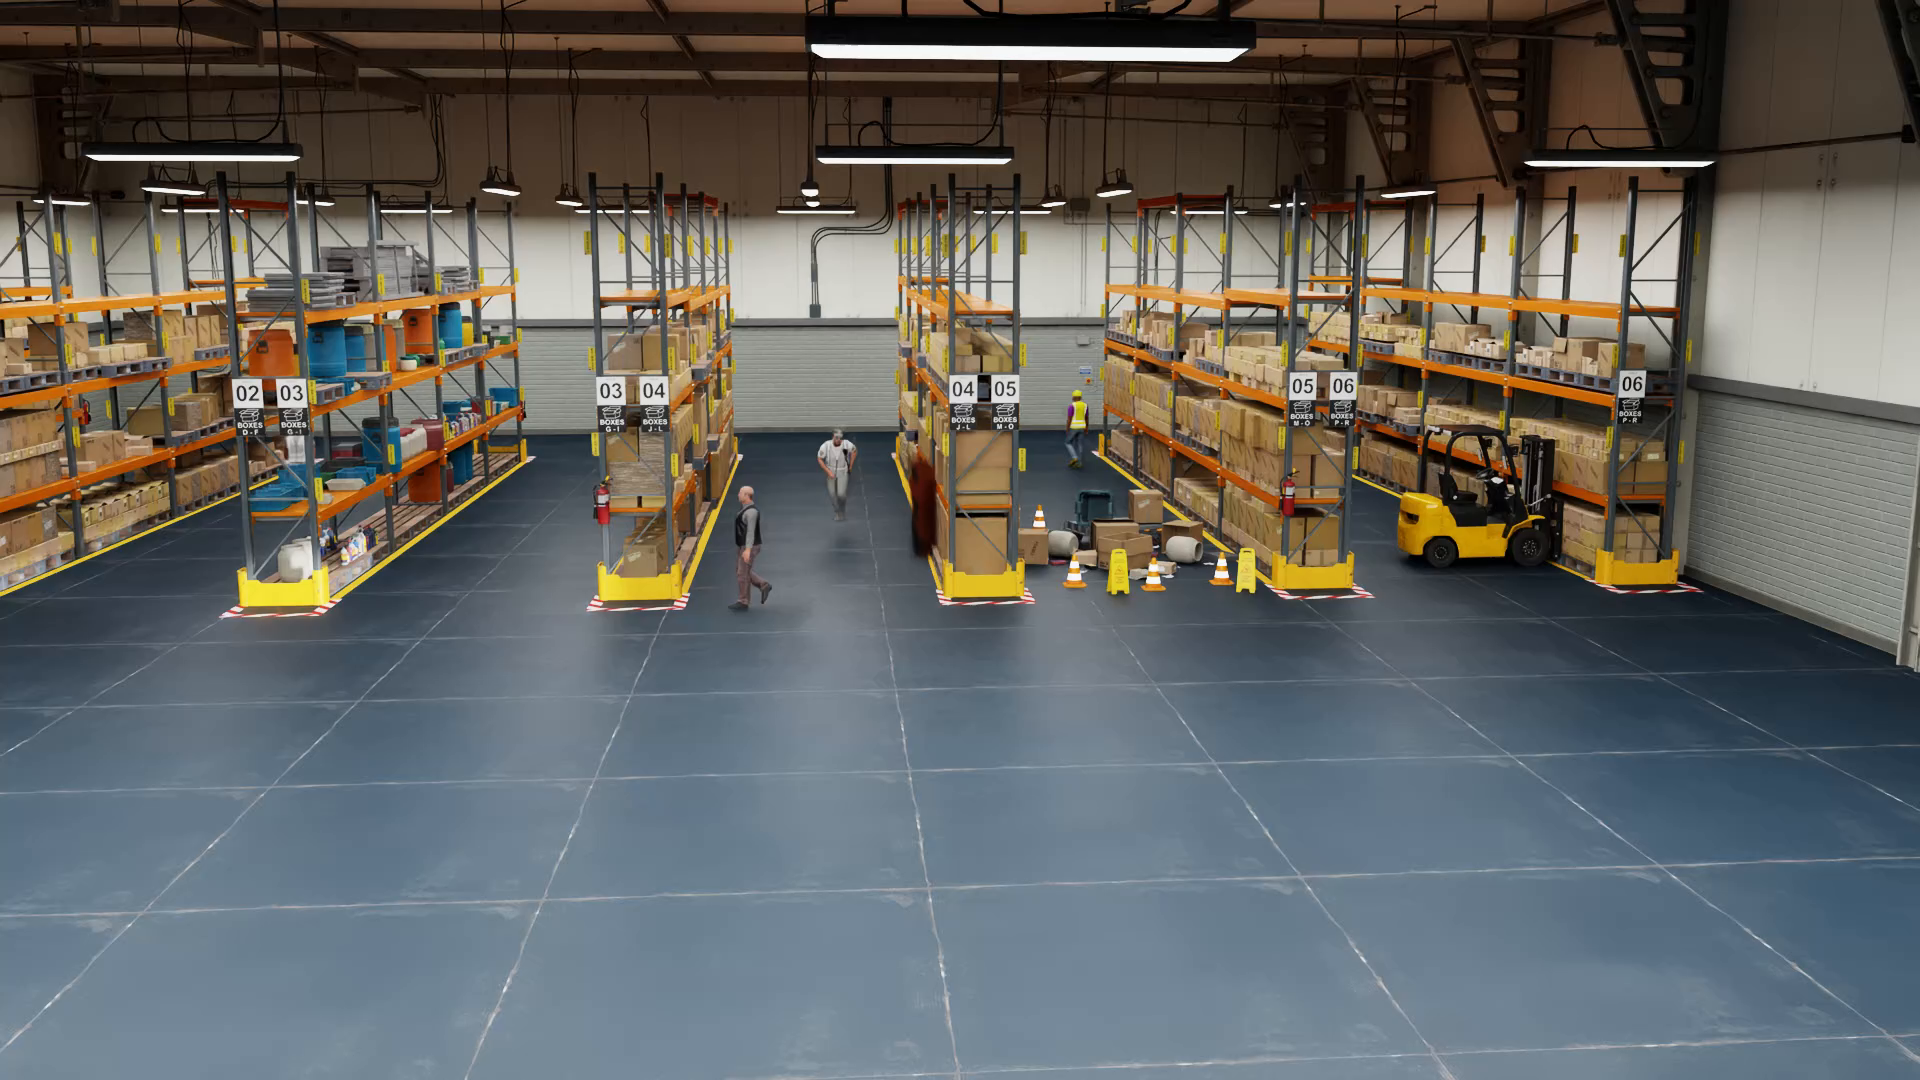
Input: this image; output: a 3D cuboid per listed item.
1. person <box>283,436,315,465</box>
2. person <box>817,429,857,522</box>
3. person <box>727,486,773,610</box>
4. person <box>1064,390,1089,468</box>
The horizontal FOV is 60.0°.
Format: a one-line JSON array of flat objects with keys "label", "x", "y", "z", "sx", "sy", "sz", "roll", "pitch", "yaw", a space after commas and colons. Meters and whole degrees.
[{"label": "person", "x": -12.752, "y": -1.495, "z": 32.037, "sx": 0.691, "sy": 1.751, "sz": 0.950, "roll": 1, "pitch": 10, "yaw": 4}, {"label": "person", "x": -2.116, "y": -1.122, "z": 28.749, "sx": 0.658, "sy": 1.664, "sz": 0.766, "roll": 1, "pitch": 10, "yaw": 3}, {"label": "person", "x": -2.947, "y": 0.095, "z": 23.206, "sx": 0.666, "sy": 1.713, "sz": 0.596, "roll": -3, "pitch": 10, "yaw": -14}, {"label": "person", "x": 2.680, "y": -2.539, "z": 37.995, "sx": 0.612, "sy": 1.767, "sz": 0.462, "roll": -6, "pitch": 12, "yaw": -30}]
